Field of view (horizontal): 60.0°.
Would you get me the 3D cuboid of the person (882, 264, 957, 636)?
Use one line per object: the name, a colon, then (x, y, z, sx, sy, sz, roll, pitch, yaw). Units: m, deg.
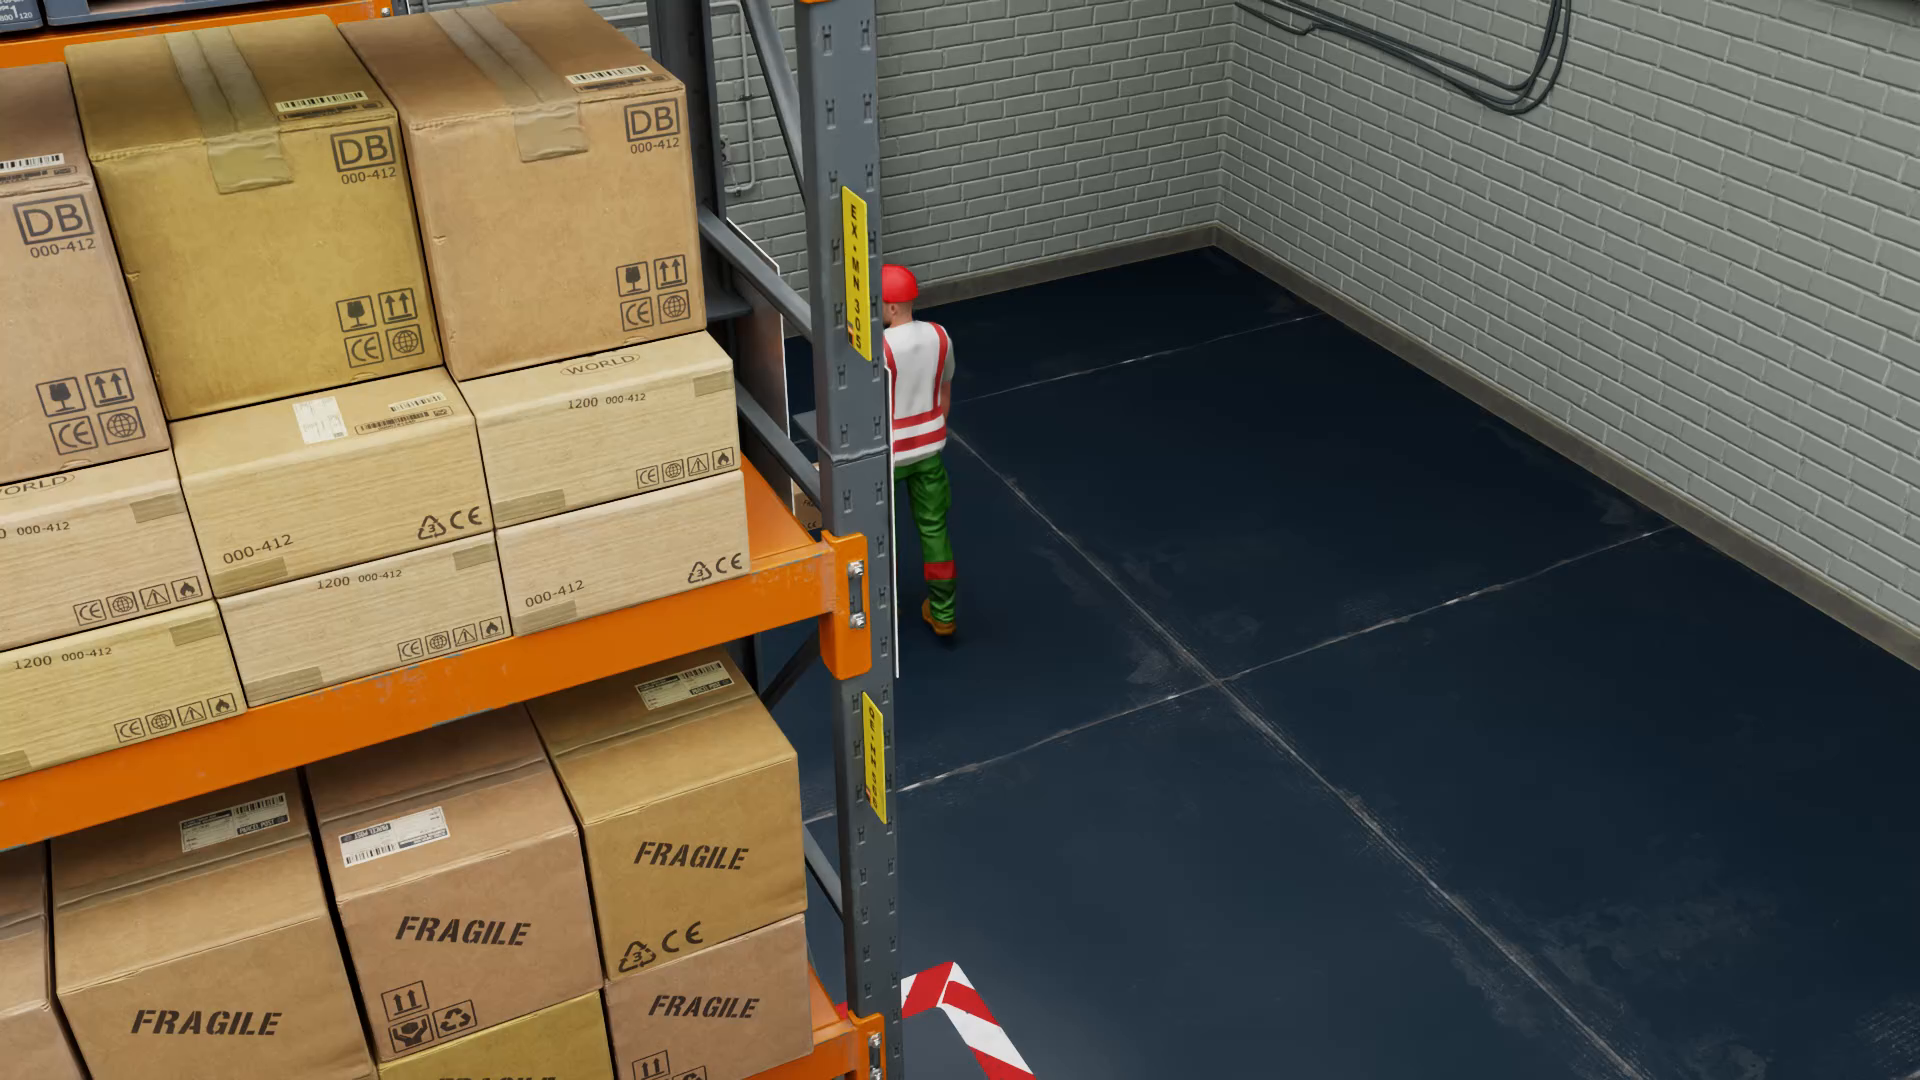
person: (-0.278, -0.456, 7.801, 0.548, 1.748, 0.880, -16, 36, -23)
